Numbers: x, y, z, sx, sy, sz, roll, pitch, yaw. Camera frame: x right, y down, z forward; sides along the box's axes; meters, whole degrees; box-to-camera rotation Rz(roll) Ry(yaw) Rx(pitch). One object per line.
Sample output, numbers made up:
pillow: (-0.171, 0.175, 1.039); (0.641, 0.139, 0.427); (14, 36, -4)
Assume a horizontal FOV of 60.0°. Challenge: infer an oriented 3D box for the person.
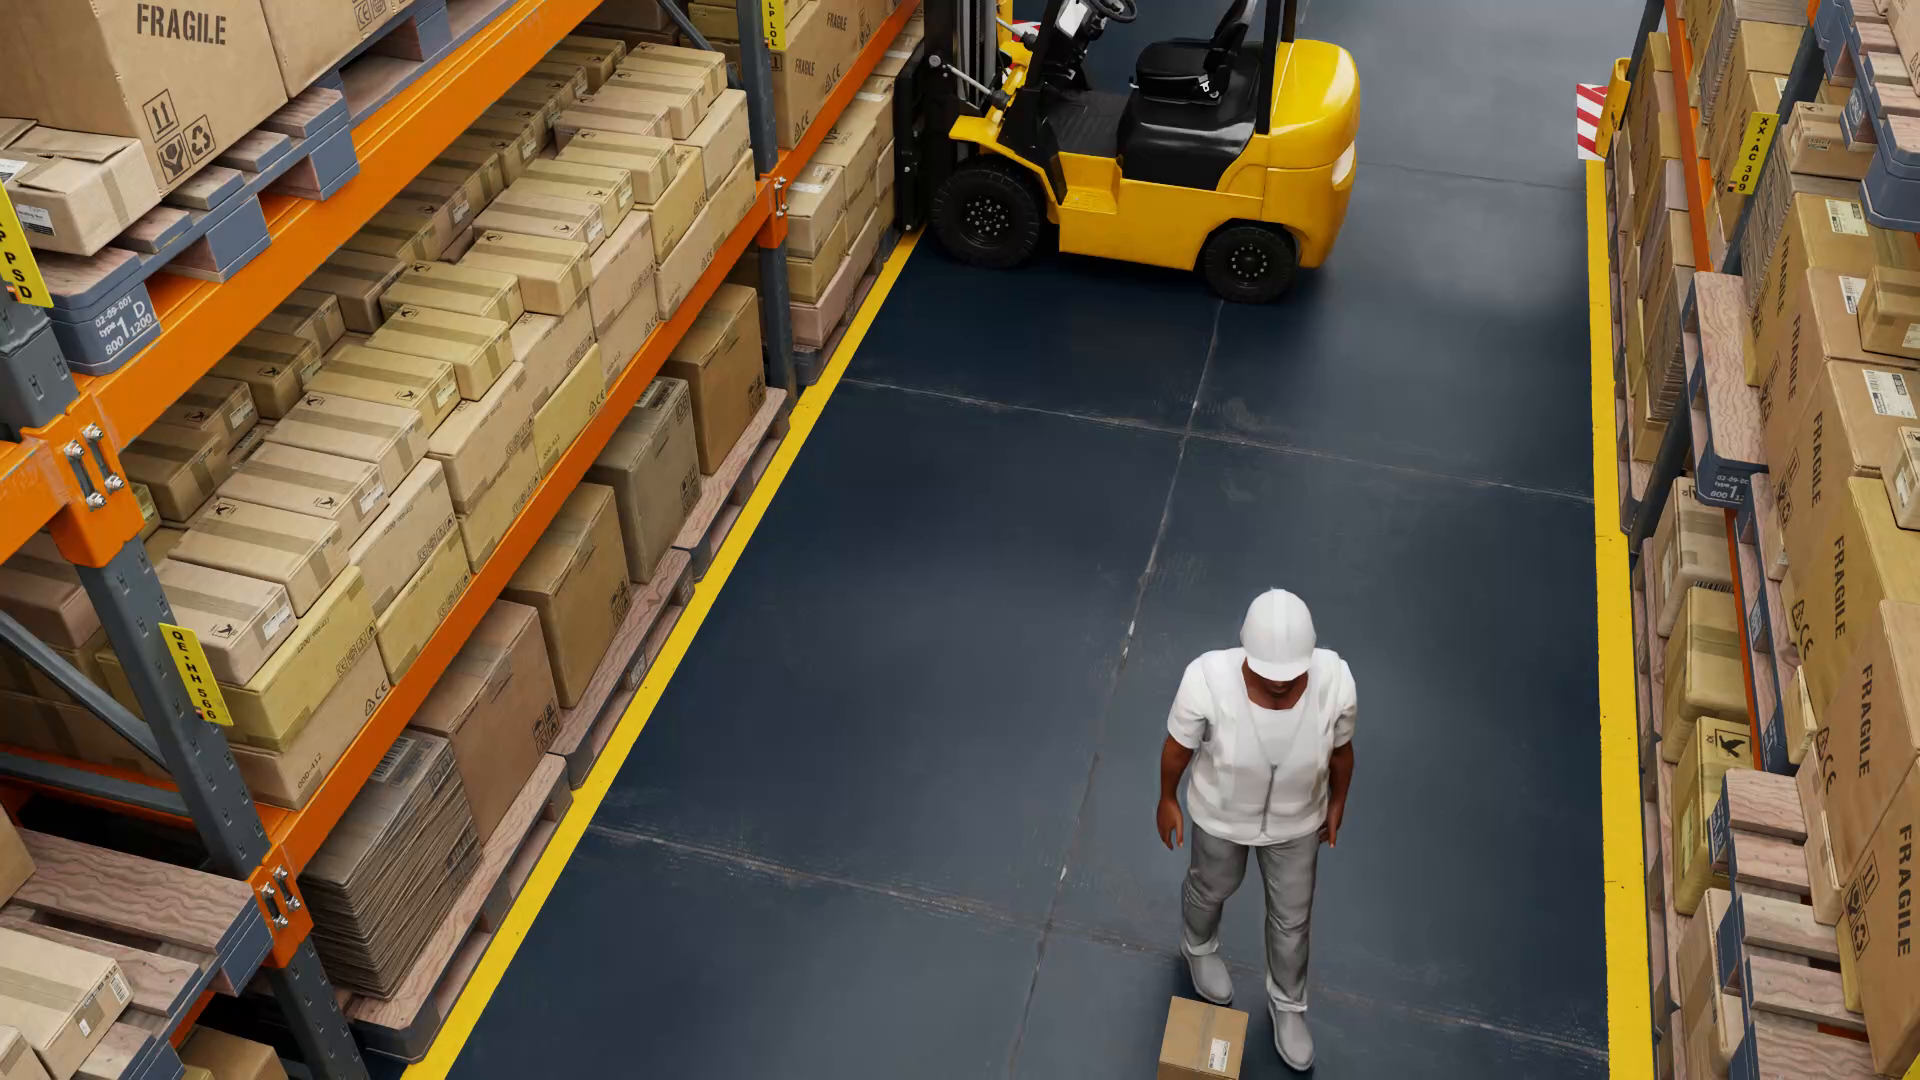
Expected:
person: (0.909, 0.905, 5.083); (0.588, 1.768, 0.585); (0, 41, 0)
